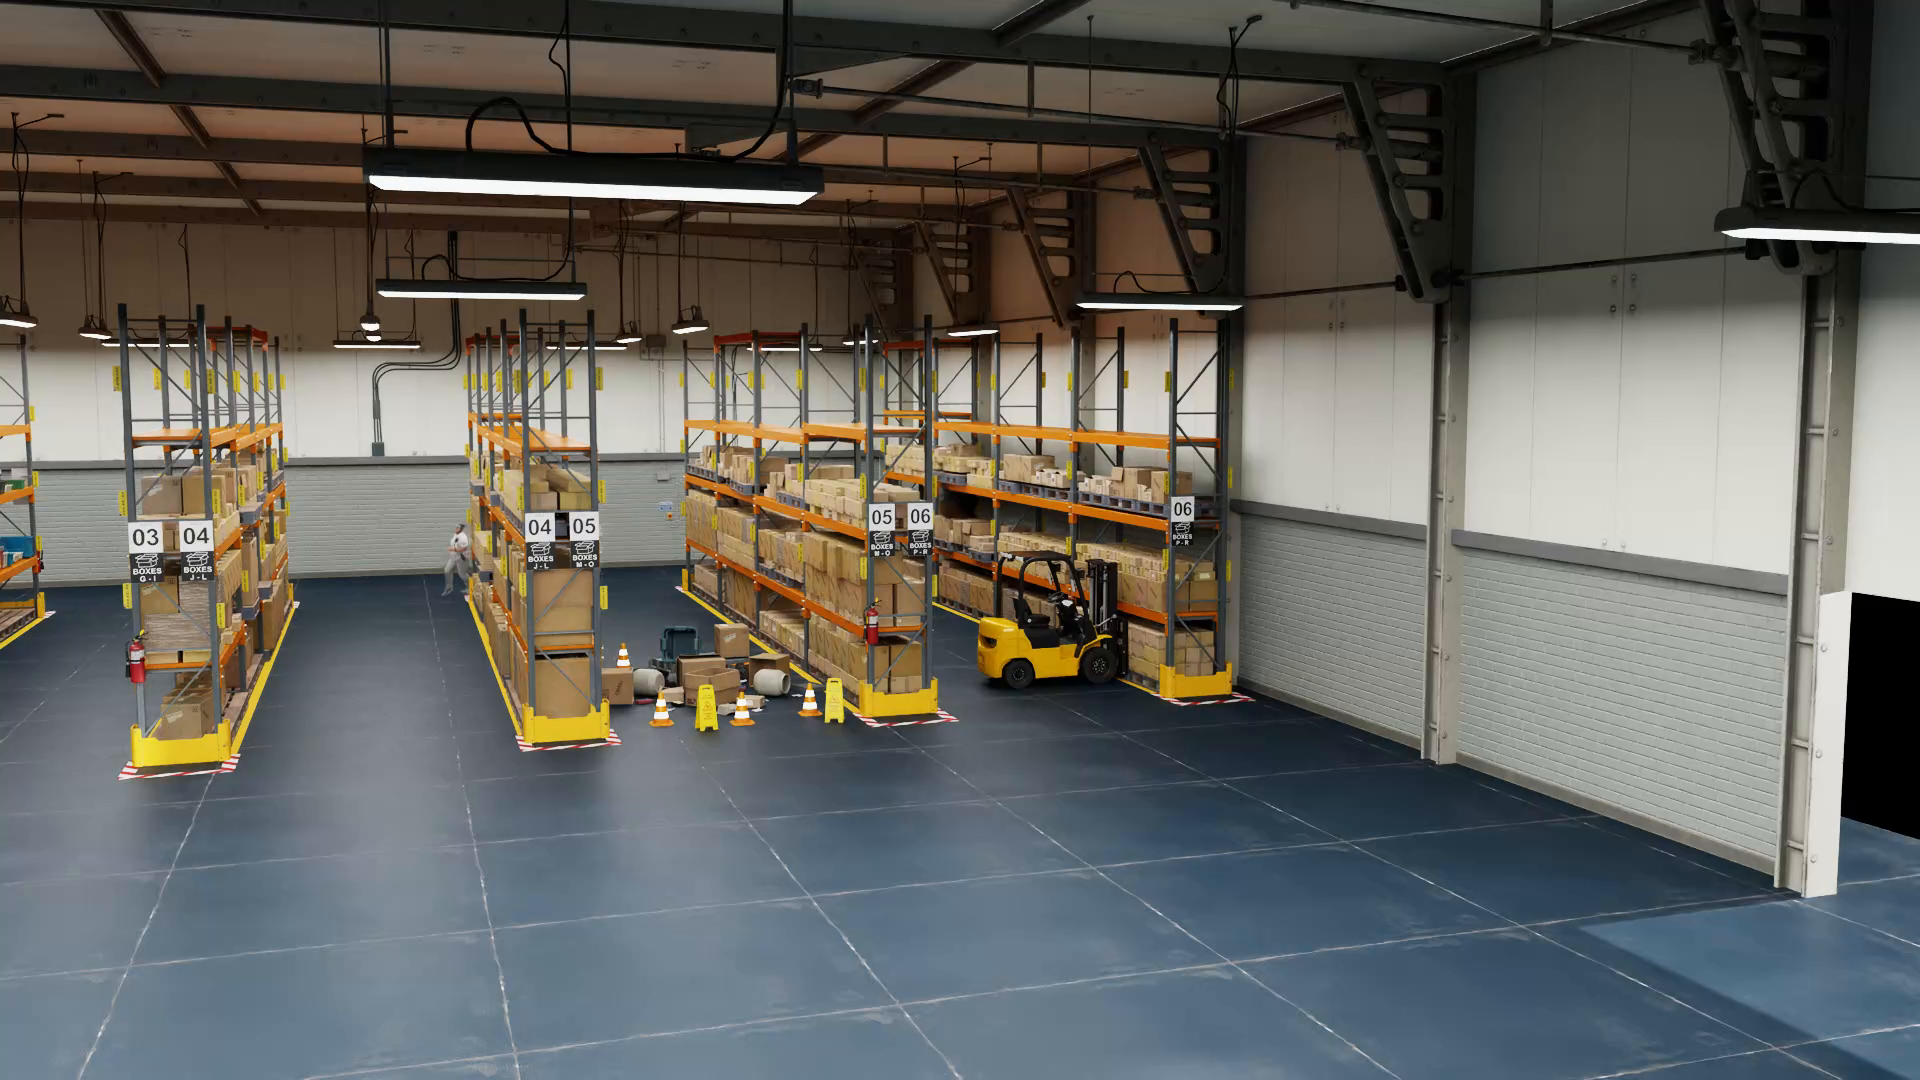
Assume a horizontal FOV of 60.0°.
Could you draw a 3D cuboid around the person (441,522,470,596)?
[{"bbox_3d":[-11.712,0.451,38.987,0.699,1.797,0.773,5,7,42],"label":"person"}]
